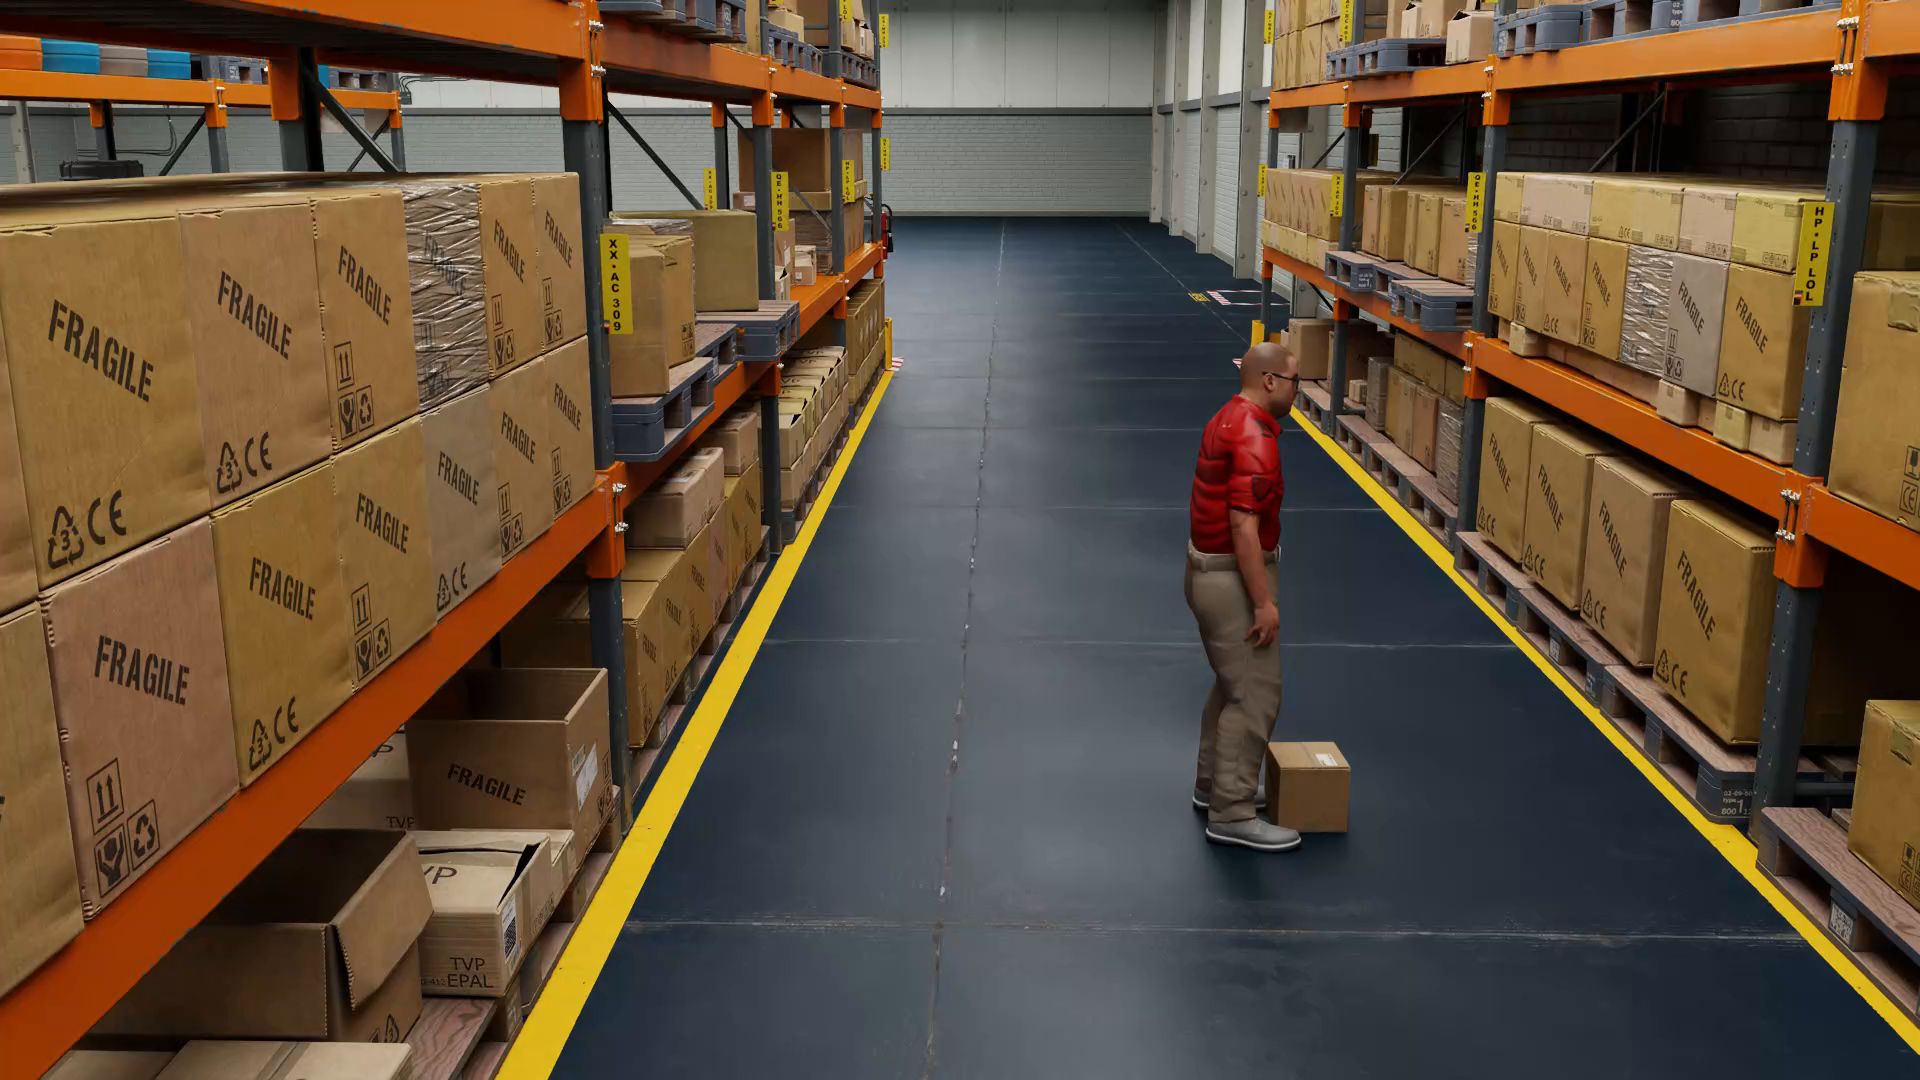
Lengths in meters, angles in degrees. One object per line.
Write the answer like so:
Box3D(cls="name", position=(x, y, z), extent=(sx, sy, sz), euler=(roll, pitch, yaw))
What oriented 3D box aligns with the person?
Box3D(cls="person", position=(0.992, 0.174, 5.820), extent=(0.393, 1.725, 0.596), euler=(0, 14, -2))
